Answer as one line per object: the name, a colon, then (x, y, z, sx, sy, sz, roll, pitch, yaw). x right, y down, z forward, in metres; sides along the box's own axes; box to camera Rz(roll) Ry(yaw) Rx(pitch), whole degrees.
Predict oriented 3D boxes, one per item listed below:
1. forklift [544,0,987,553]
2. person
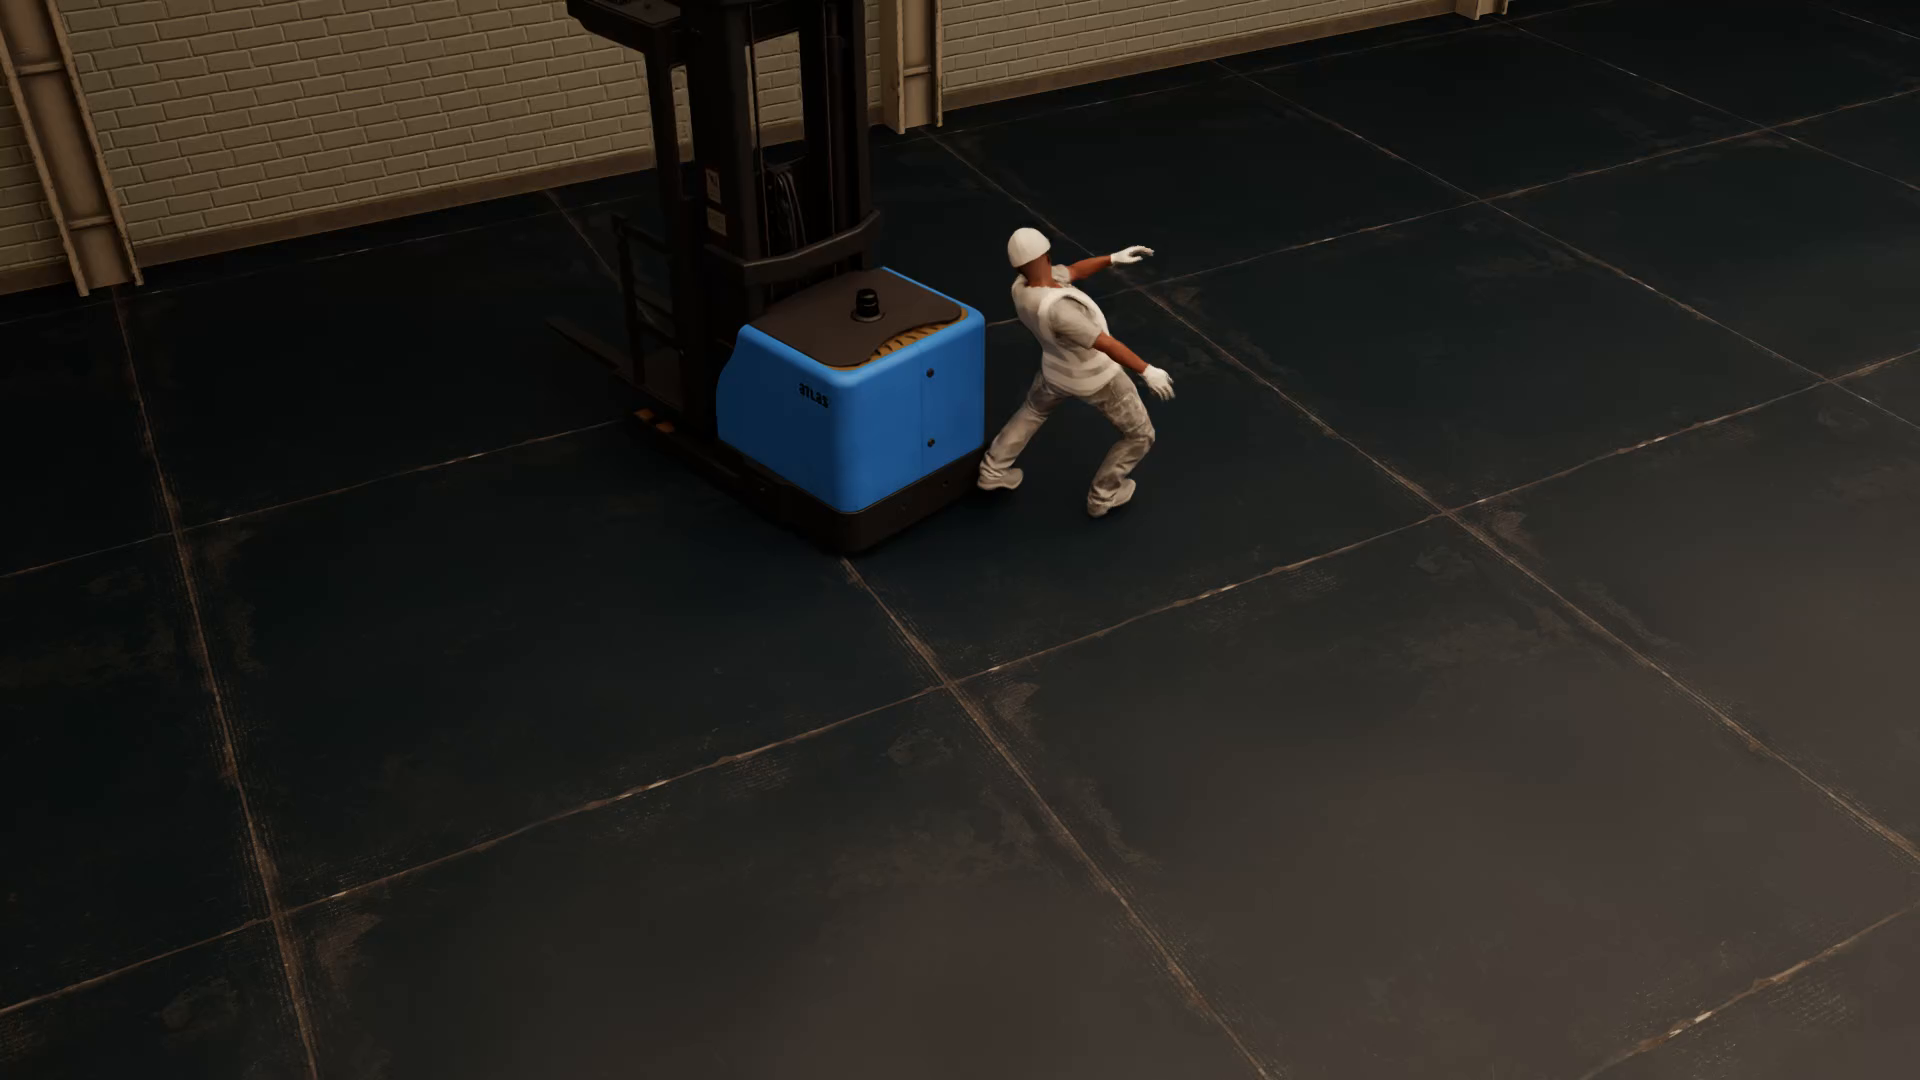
forklift: (-1.248, -1.882, 8.786, 1.130, 2.935, 3.031, -30, 45, -35)
person: (0.678, -0.823, 8.444, 0.839, 1.575, 0.977, -28, 44, -34)
